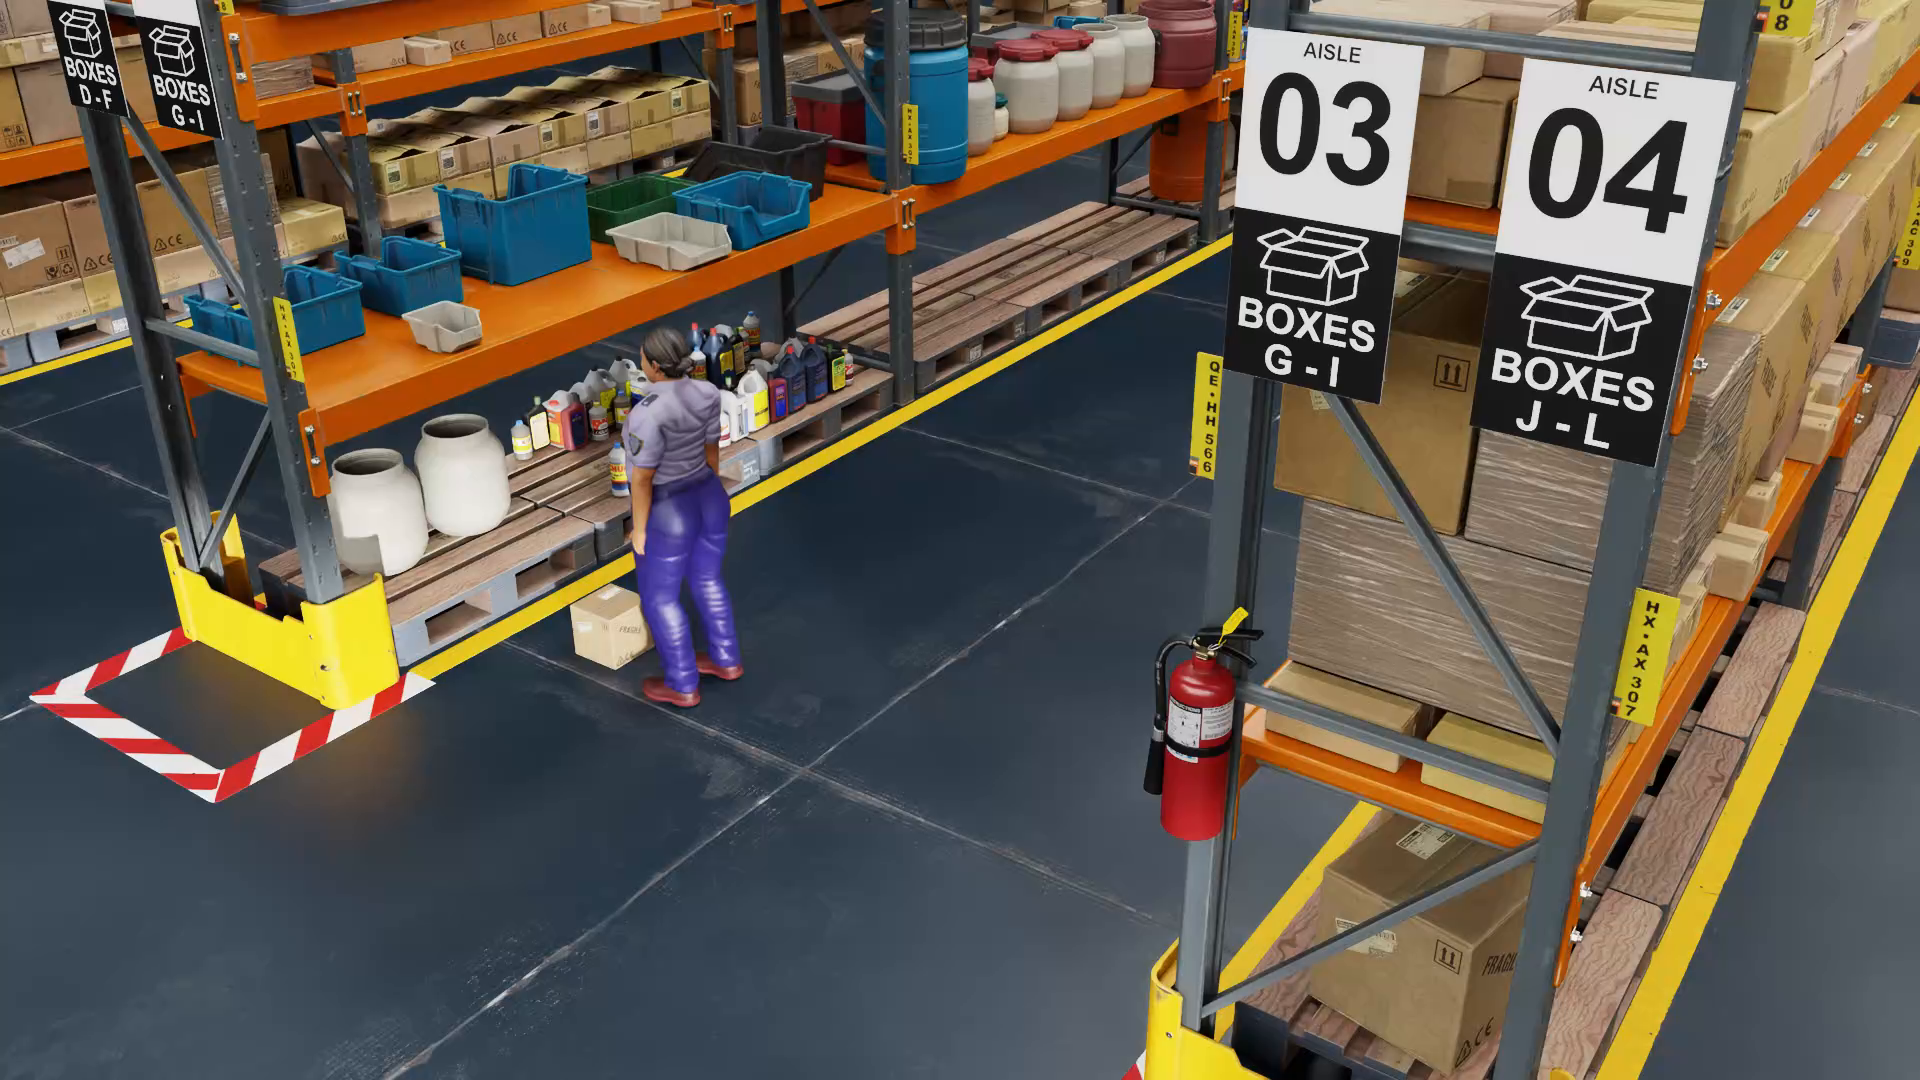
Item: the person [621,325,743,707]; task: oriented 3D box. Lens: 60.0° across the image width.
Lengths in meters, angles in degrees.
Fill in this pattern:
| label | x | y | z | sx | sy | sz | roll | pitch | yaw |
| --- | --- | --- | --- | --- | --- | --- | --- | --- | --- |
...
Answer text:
| label | x | y | z | sx | sy | sz | roll | pitch | yaw |
| --- | --- | --- | --- | --- | --- | --- | --- | --- | --- |
| person | -1.171 | -0.102 | 6.839 | 0.343 | 1.646 | 0.467 | 18 | 32 | 32 |
